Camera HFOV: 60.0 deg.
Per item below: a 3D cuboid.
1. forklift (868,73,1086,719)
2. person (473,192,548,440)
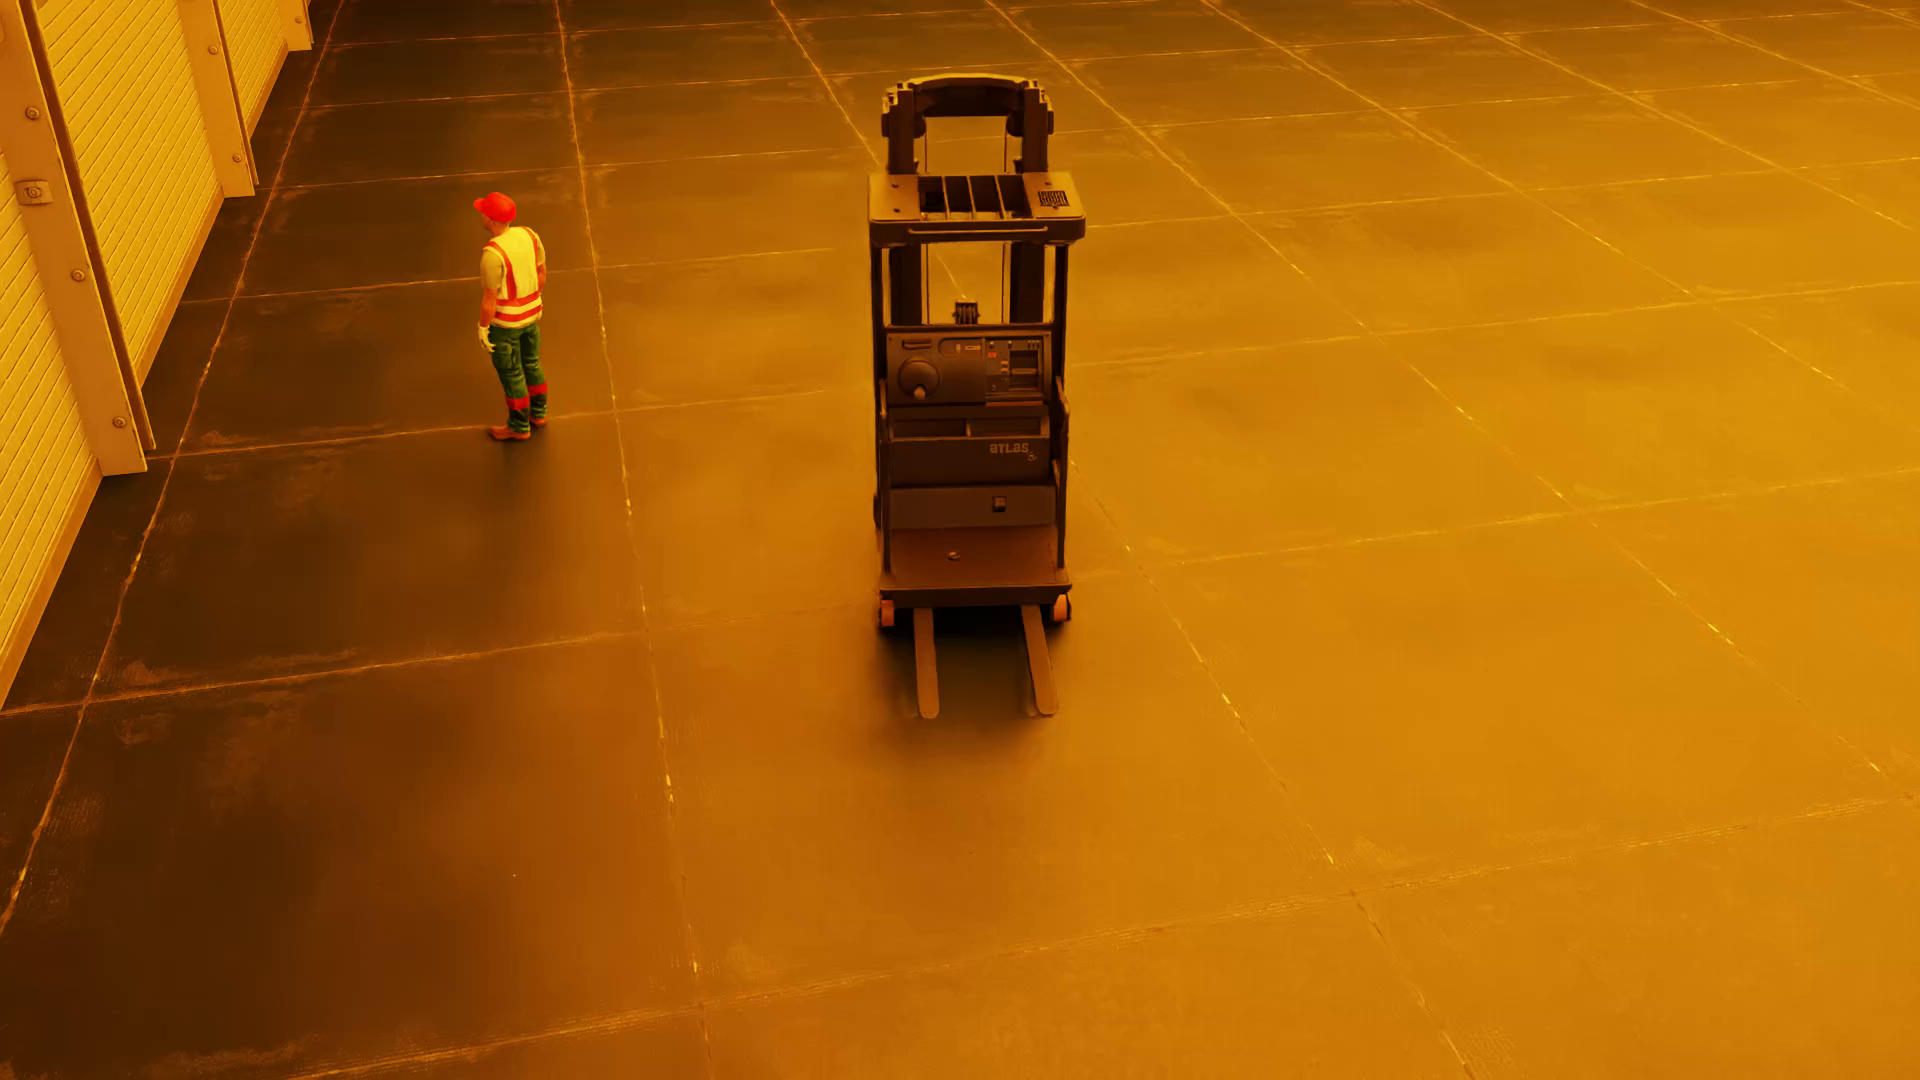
[{"bbox_3d":[0.065,-0.931,9.184,1.130,2.935,3.031,-2,30,-3],"label":"forklift"},{"bbox_3d":[-3.102,-1.533,11.361,0.522,1.795,0.635,15,33,24],"label":"person"}]
